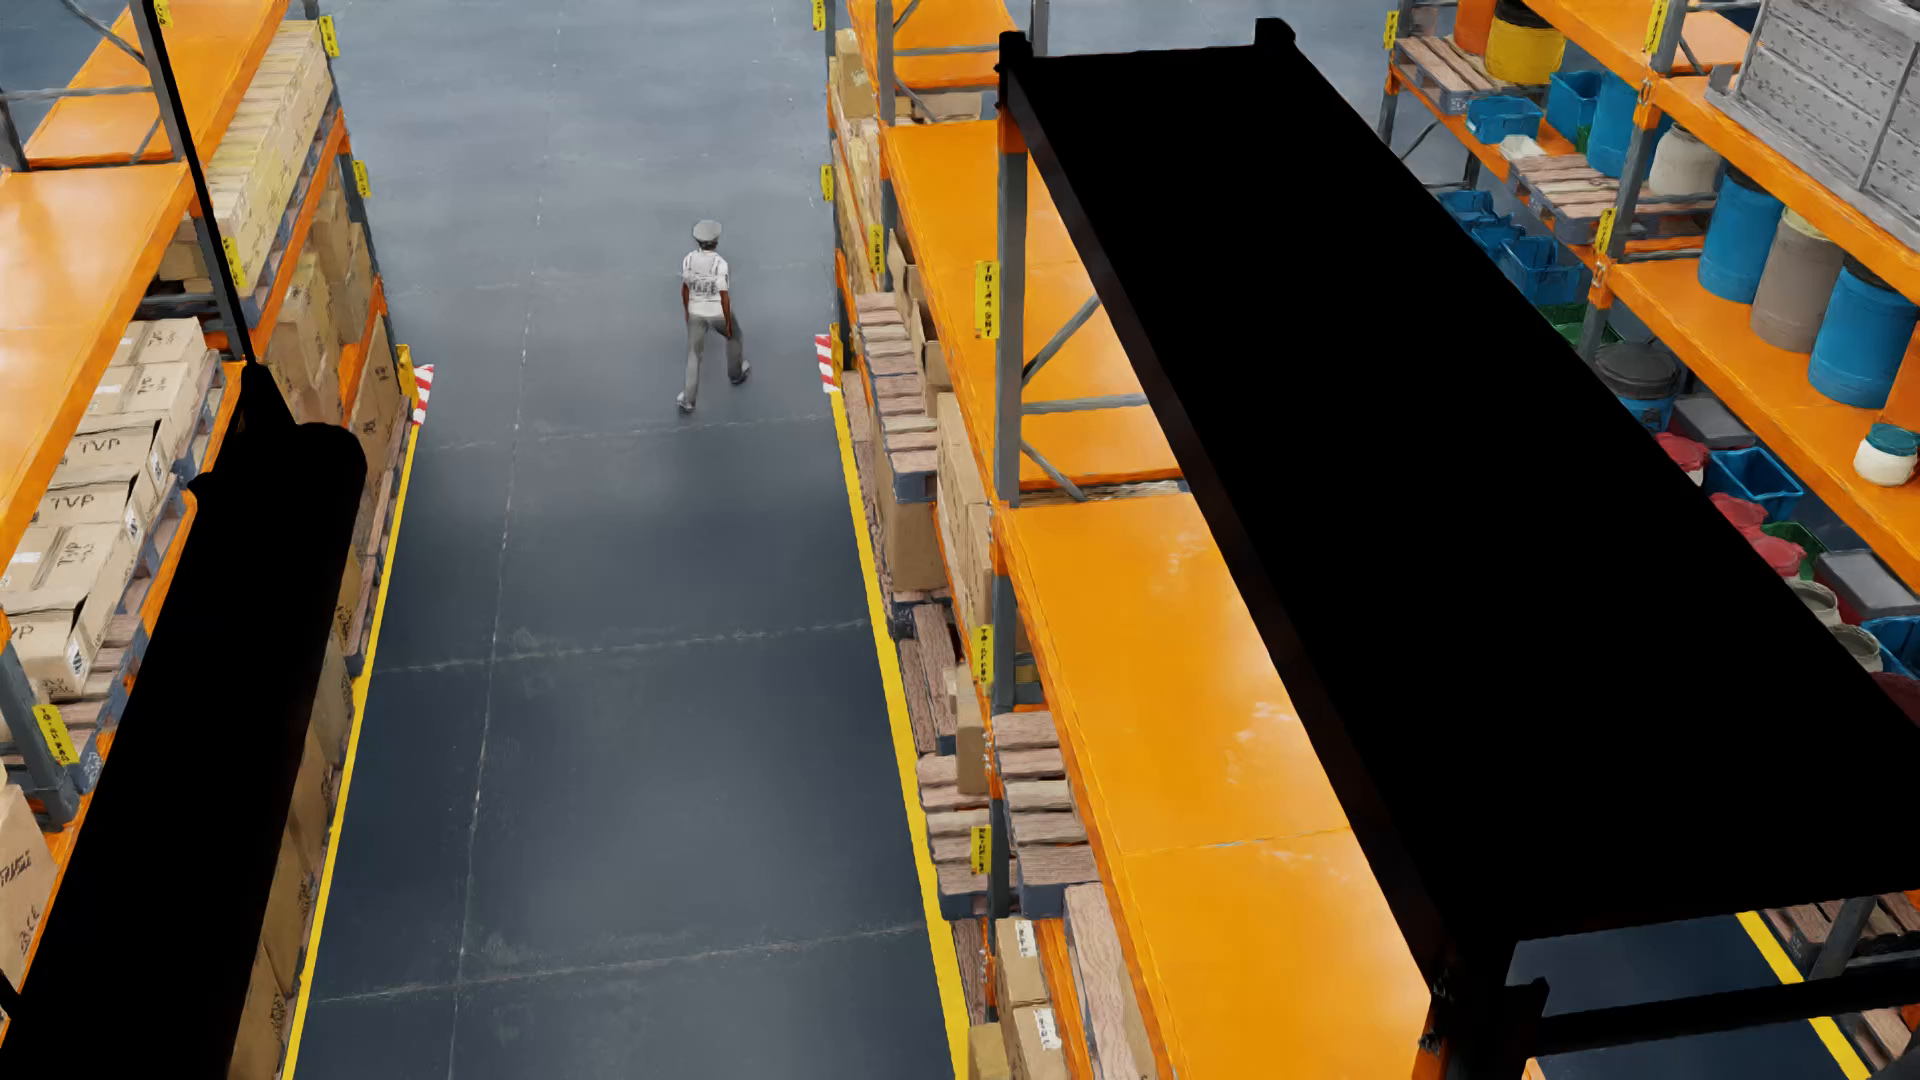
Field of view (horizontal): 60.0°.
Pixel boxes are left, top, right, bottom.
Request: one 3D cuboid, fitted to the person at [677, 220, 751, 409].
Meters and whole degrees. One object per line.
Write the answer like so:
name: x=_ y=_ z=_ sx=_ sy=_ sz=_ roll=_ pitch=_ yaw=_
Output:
person: x=-2.262 y=-2.020 z=14.836 sx=0.505 sy=1.610 sz=0.934 roll=7 pitch=37 yaw=10
